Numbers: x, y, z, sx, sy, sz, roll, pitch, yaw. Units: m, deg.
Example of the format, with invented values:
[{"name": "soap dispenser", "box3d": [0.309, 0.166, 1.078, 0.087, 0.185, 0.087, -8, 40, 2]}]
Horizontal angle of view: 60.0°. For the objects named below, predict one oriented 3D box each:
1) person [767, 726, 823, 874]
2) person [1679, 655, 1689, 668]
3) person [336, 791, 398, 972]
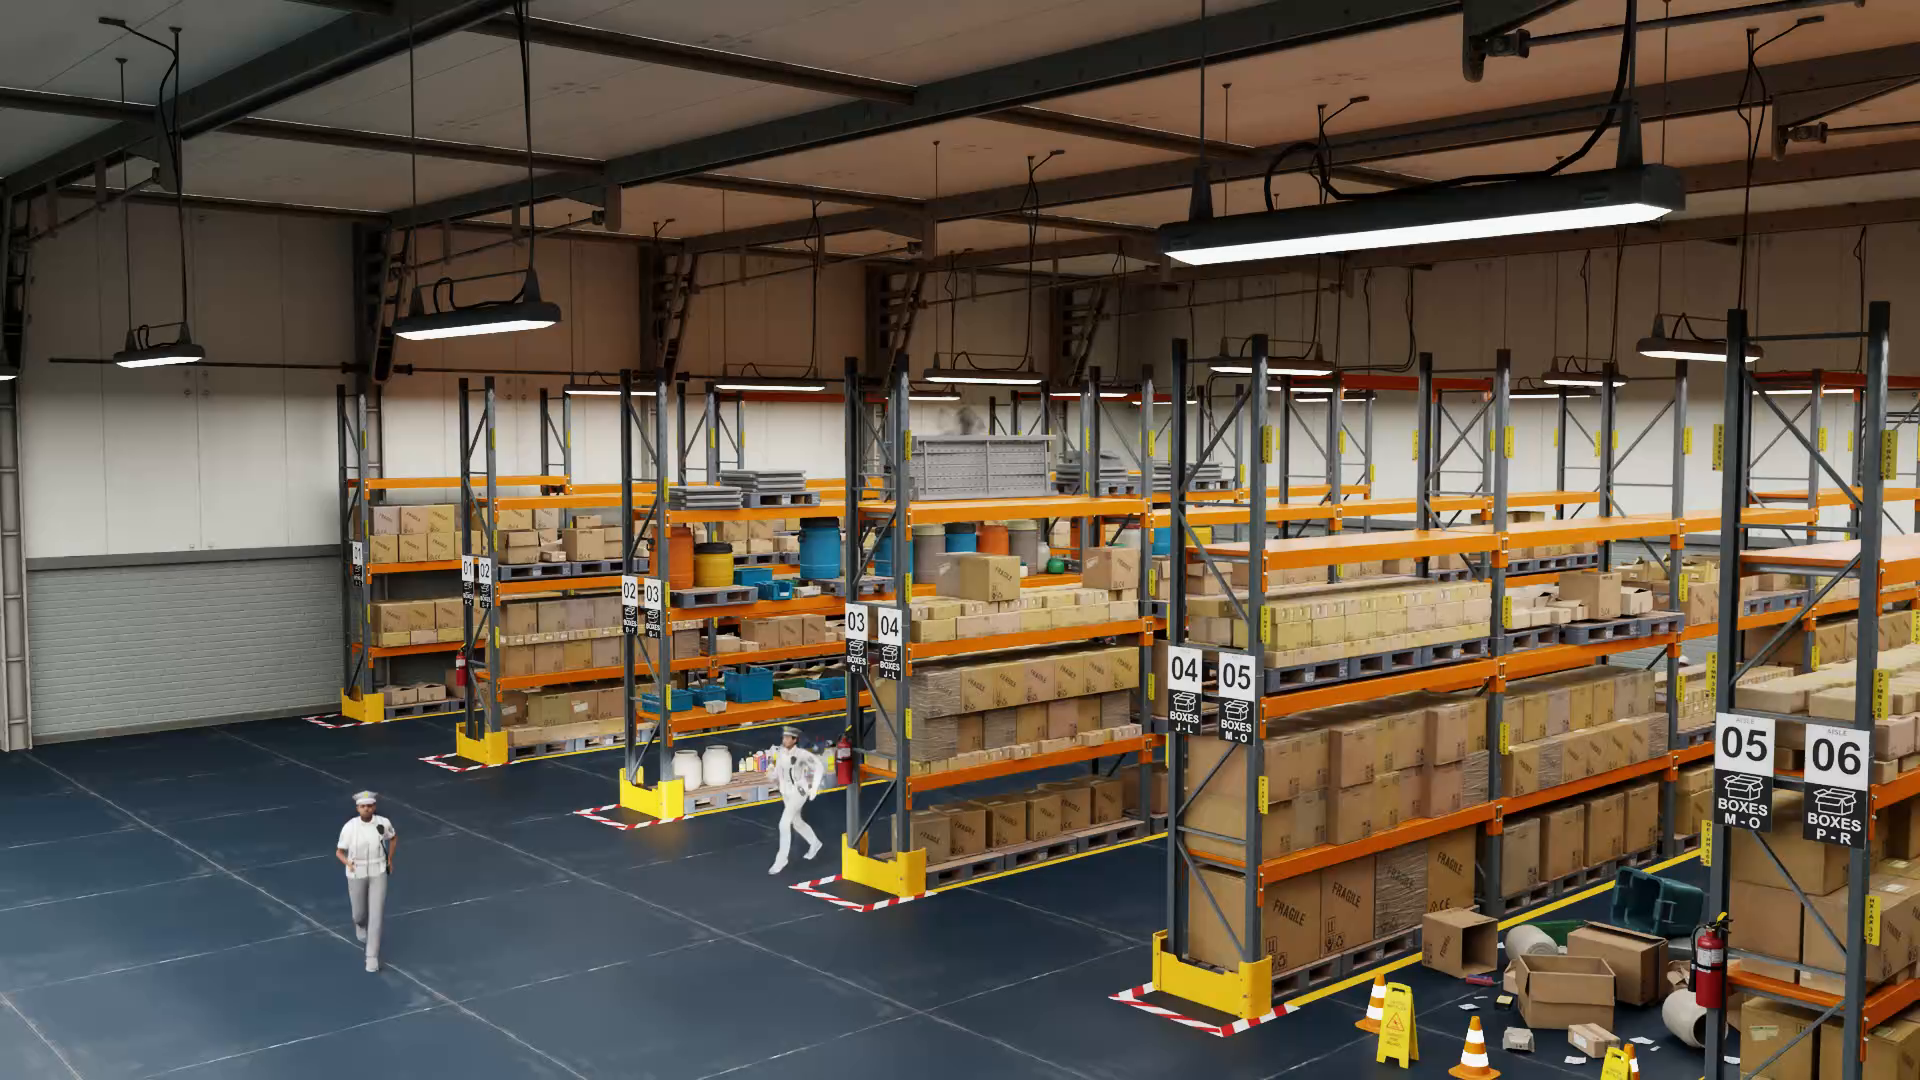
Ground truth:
[{"name": "person", "box3d": [-1.960, 3.026, 19.702, 0.889, 1.701, 0.641, -3, 5, -43]}, {"name": "person", "box3d": [10.994, 2.627, 25.244, 0.871, 1.773, 0.710, -2, 4, -33]}, {"name": "person", "box3d": [-5.760, 3.264, 16.186, 0.579, 1.692, 0.851, -2, 4, -22]}]
